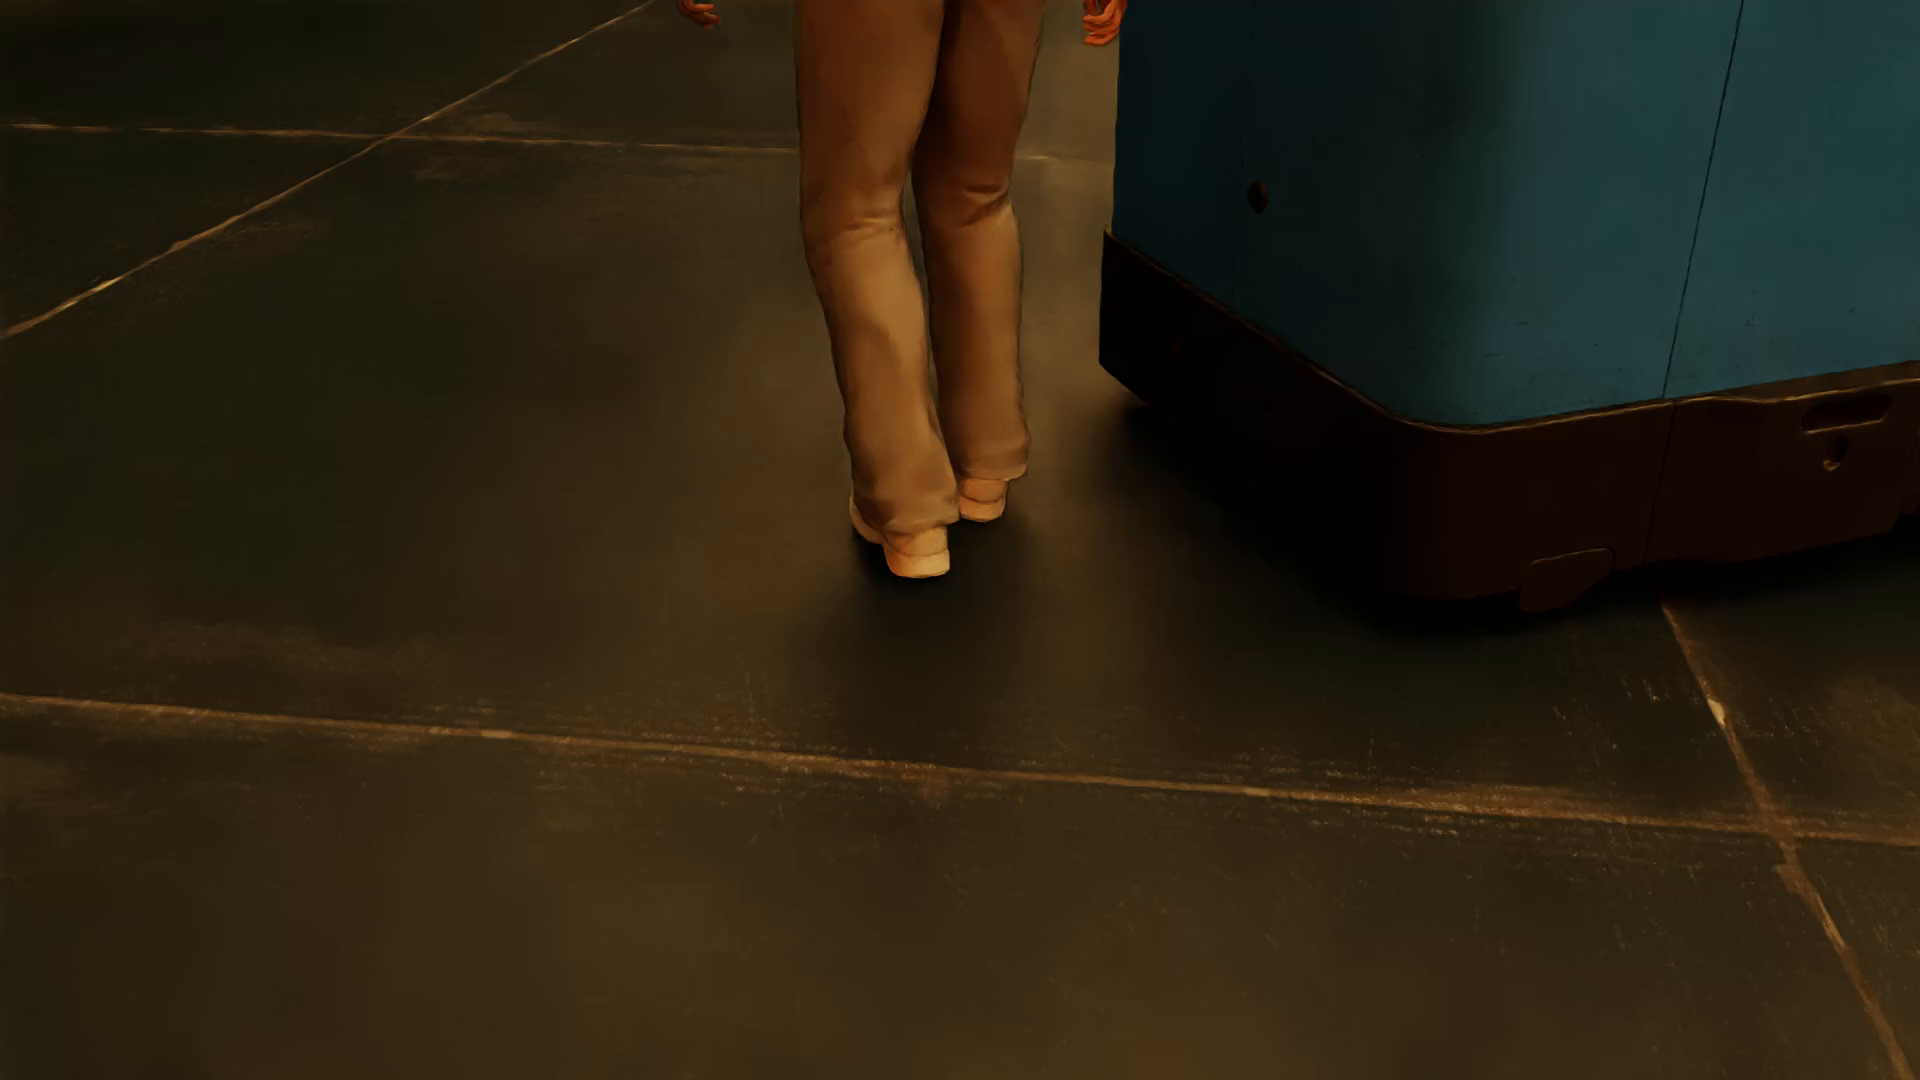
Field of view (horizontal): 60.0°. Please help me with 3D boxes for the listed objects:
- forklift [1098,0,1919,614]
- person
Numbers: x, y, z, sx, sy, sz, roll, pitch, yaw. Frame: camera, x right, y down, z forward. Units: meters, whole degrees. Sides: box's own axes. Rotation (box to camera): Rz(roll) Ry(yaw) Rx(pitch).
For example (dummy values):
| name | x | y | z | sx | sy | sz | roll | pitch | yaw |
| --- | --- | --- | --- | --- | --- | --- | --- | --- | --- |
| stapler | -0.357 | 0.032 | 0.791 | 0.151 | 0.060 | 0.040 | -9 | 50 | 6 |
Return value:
| name | x | y | z | sx | sy | sz | roll | pitch | yaw |
| --- | --- | --- | --- | --- | --- | --- | --- | --- | --- |
| forklift | 1.821 | -1.603 | 2.430 | 3.031 | 2.935 | 1.130 | -9 | 28 | -18 |
| person | -0.062 | -0.769 | 2.205 | 0.577 | 1.654 | 0.421 | -13 | 29 | -24 |
